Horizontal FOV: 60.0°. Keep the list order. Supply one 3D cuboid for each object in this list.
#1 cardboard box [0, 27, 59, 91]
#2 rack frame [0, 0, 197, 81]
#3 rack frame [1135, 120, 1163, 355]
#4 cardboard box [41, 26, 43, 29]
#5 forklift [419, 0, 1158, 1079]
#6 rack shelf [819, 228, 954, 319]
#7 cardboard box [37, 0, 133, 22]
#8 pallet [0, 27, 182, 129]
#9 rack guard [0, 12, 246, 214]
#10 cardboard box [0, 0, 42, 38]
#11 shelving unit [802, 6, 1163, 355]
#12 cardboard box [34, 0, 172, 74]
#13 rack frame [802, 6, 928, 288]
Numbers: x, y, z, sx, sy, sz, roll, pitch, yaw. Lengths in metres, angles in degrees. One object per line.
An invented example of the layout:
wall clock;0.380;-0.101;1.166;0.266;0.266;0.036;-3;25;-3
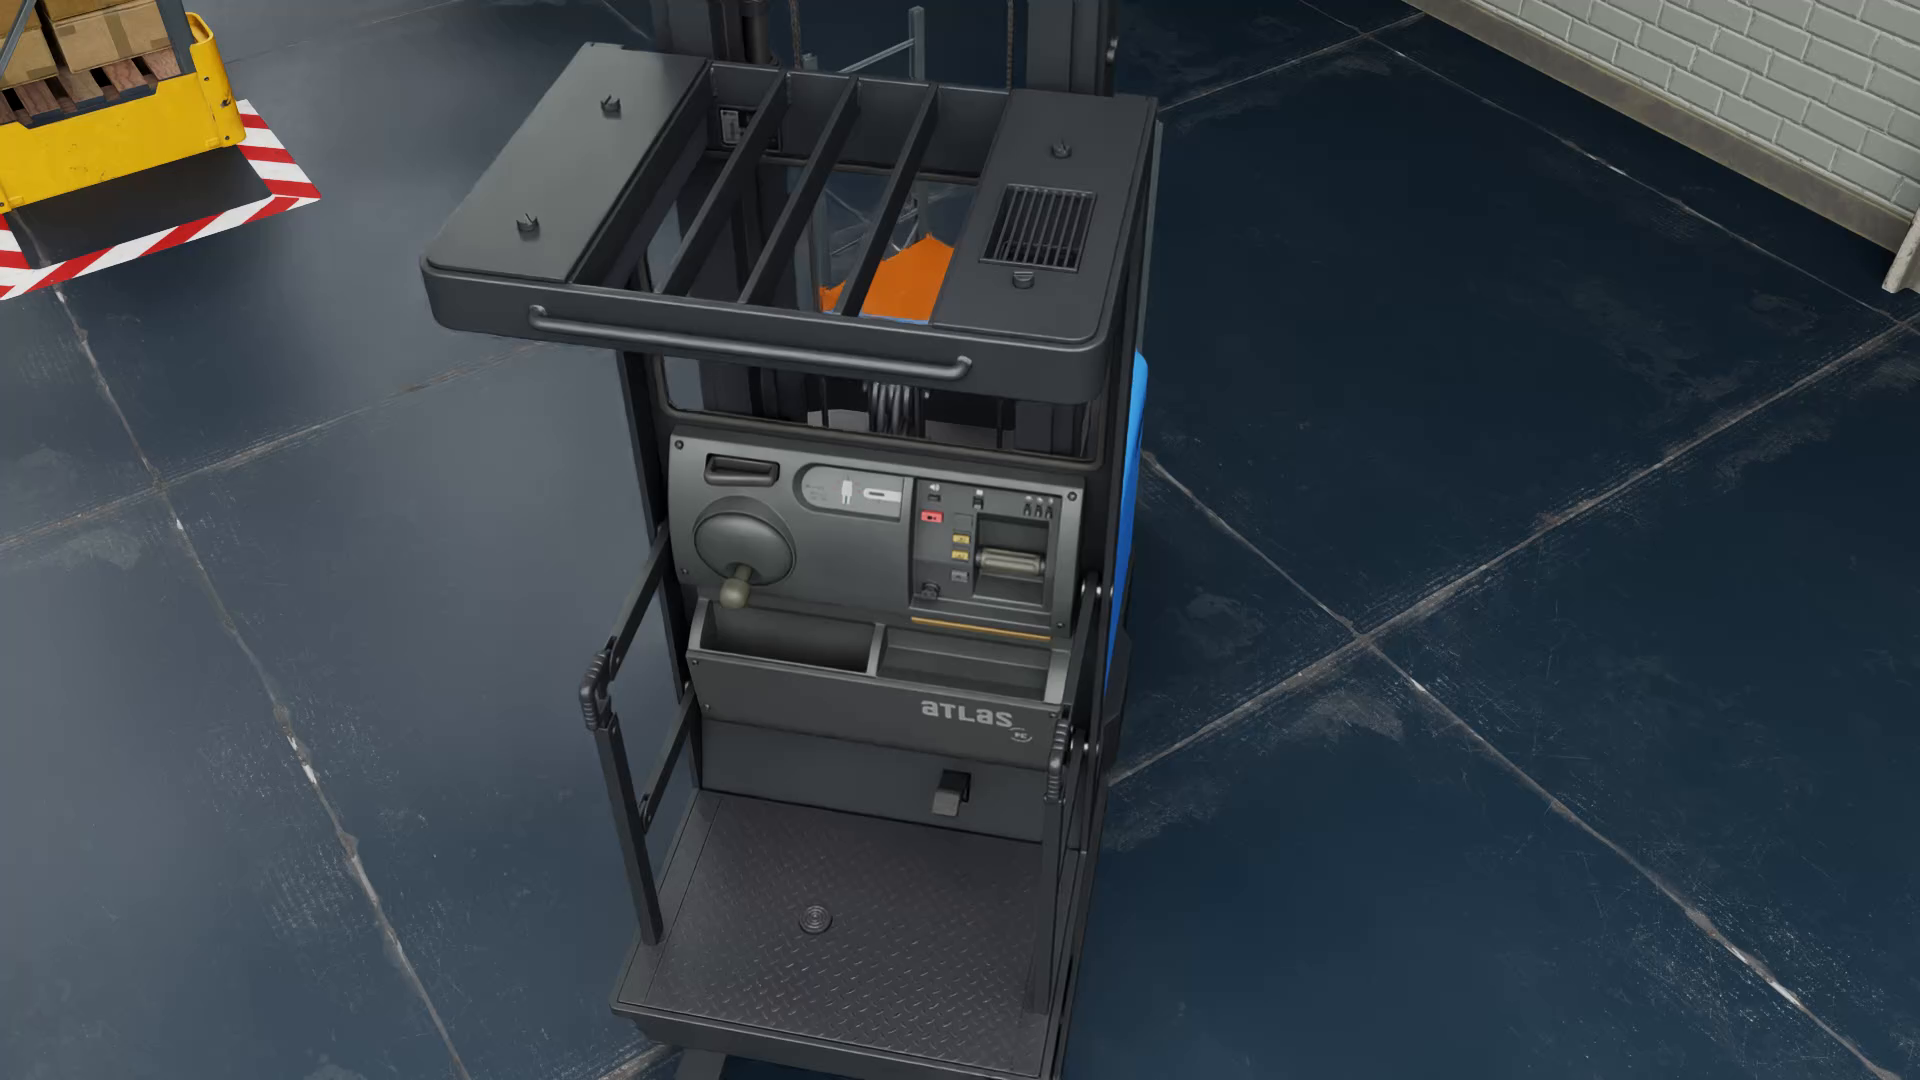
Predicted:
cardboard box;-4.513;-2.282;7.655;0.500;0.250;0.500;-26;49;-25
rack frame;-3.816;-2.760;6.468;1.000;3.000;0.127;-26;49;-24
rack frame;0.404;-0.559;5.250;0.500;1.500;0.032;-34;53;-30
cardboard box;-4.337;-2.775;8.172;0.500;0.250;0.500;-24;49;-23
forklift;-0.235;0.084;3.540;1.130;2.935;3.031;8;44;8
rack shelf;0.050;-0.681;5.638;0.538;0.185;1.000;-34;53;-30
cardboard box;-4.065;-2.767;7.621;0.500;0.500;0.500;-27;50;-26
pallet;-4.295;-2.268;7.973;1.003;0.211;1.213;-26;49;-24
rack guard;-3.860;-1.898;7.377;1.175;0.500;0.348;-26;49;-24
cardboard box;-4.488;-2.539;7.381;0.500;0.500;0.500;-25;49;-24
shelving unit;0.043;-0.816;5.518;0.587;1.500;1.083;-34;53;-30
cardboard box;-4.051;-2.483;7.866;0.500;0.250;0.500;-26;49;-25
rack frame;-0.305;-1.063;5.777;0.500;1.500;0.032;-34;53;-30
